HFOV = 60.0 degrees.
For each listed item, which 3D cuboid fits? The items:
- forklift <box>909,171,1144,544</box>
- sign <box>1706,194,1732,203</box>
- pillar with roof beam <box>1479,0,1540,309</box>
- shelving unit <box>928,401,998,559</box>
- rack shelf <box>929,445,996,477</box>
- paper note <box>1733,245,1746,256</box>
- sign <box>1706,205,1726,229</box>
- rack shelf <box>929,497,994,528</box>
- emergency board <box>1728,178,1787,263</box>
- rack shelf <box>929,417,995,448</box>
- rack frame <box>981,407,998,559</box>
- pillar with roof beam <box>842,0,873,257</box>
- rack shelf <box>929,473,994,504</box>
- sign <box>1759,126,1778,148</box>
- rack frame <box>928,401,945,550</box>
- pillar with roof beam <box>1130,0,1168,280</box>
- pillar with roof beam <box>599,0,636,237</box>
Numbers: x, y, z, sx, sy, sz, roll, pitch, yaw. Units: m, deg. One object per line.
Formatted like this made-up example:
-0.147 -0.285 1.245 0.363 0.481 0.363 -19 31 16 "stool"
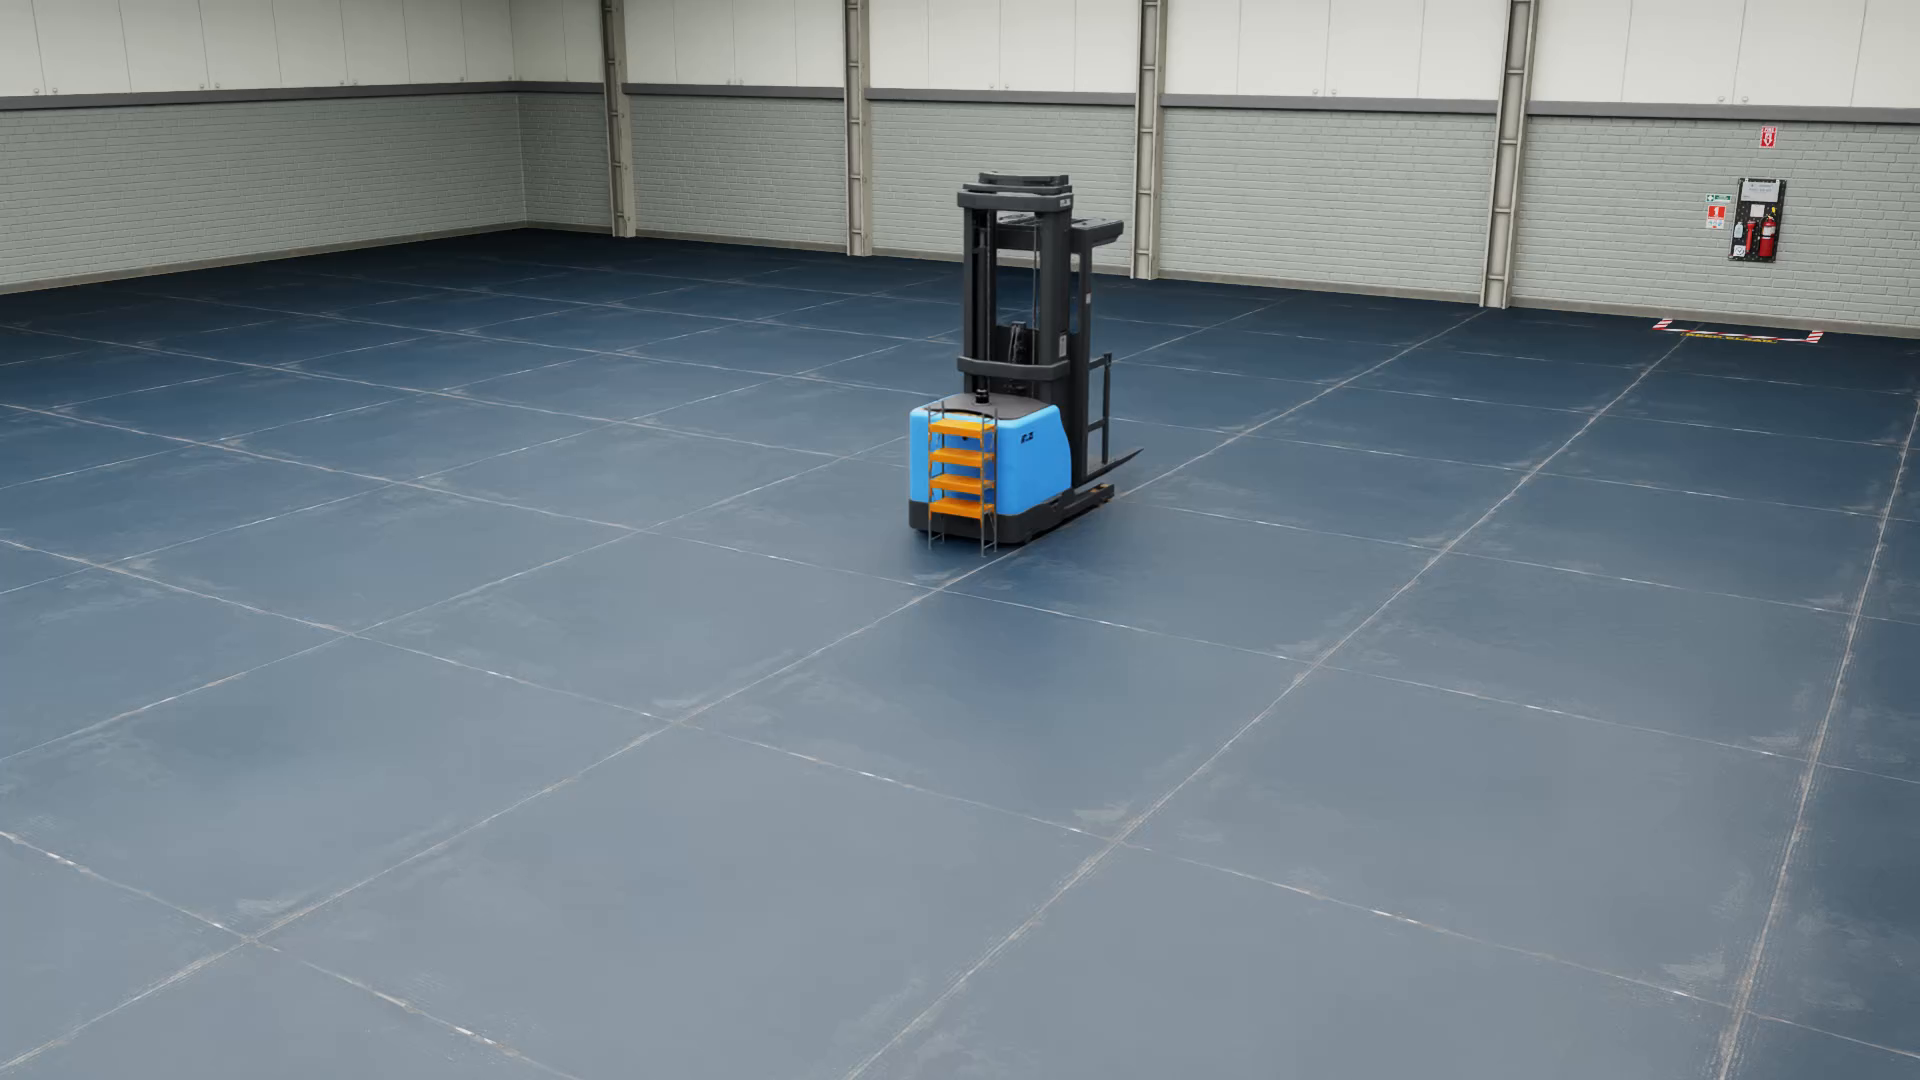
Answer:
0.737 -1.750 14.601 1.130 2.935 3.031 9 19 28 "forklift"
10.919 -4.917 23.933 0.331 0.109 0.001 10 20 30 "sign"
6.057 -6.871 21.018 0.400 9.000 9.100 10 20 30 "pillar with roof beam"
0.022 -0.486 13.415 0.503 1.200 0.258 9 19 28 "shelving unit"
0.022 -0.635 13.370 0.480 0.148 0.258 9 19 28 "rack shelf"
11.222 -4.162 23.937 0.142 0.148 0.016 10 20 30 "paper note"
10.920 -4.666 24.020 0.234 0.329 0.001 10 20 30 "sign"
0.022 -0.231 13.493 0.480 0.148 0.258 9 19 28 "rack shelf"
11.337 -4.539 23.664 0.643 1.169 0.194 10 20 30 "emergency board"
0.022 -0.862 13.301 0.480 0.148 0.258 9 19 28 "rack shelf"
0.235 -0.451 13.302 0.015 1.200 0.240 9 19 28 "rack frame"
-4.168 -8.696 27.027 0.400 9.000 9.100 10 20 30 "pillar with roof beam"
0.022 -0.421 13.435 0.480 0.148 0.258 9 19 28 "rack shelf"
11.382 -5.674 23.412 0.199 0.298 0.001 10 20 30 "sign"
-0.191 -0.520 13.529 0.015 1.200 0.240 9 19 28 "rack frame"
0.944 -7.783 24.022 0.400 9.000 9.100 10 20 30 "pillar with roof beam"
-9.281 -9.609 30.031 0.400 9.000 9.100 10 20 30 "pillar with roof beam"
